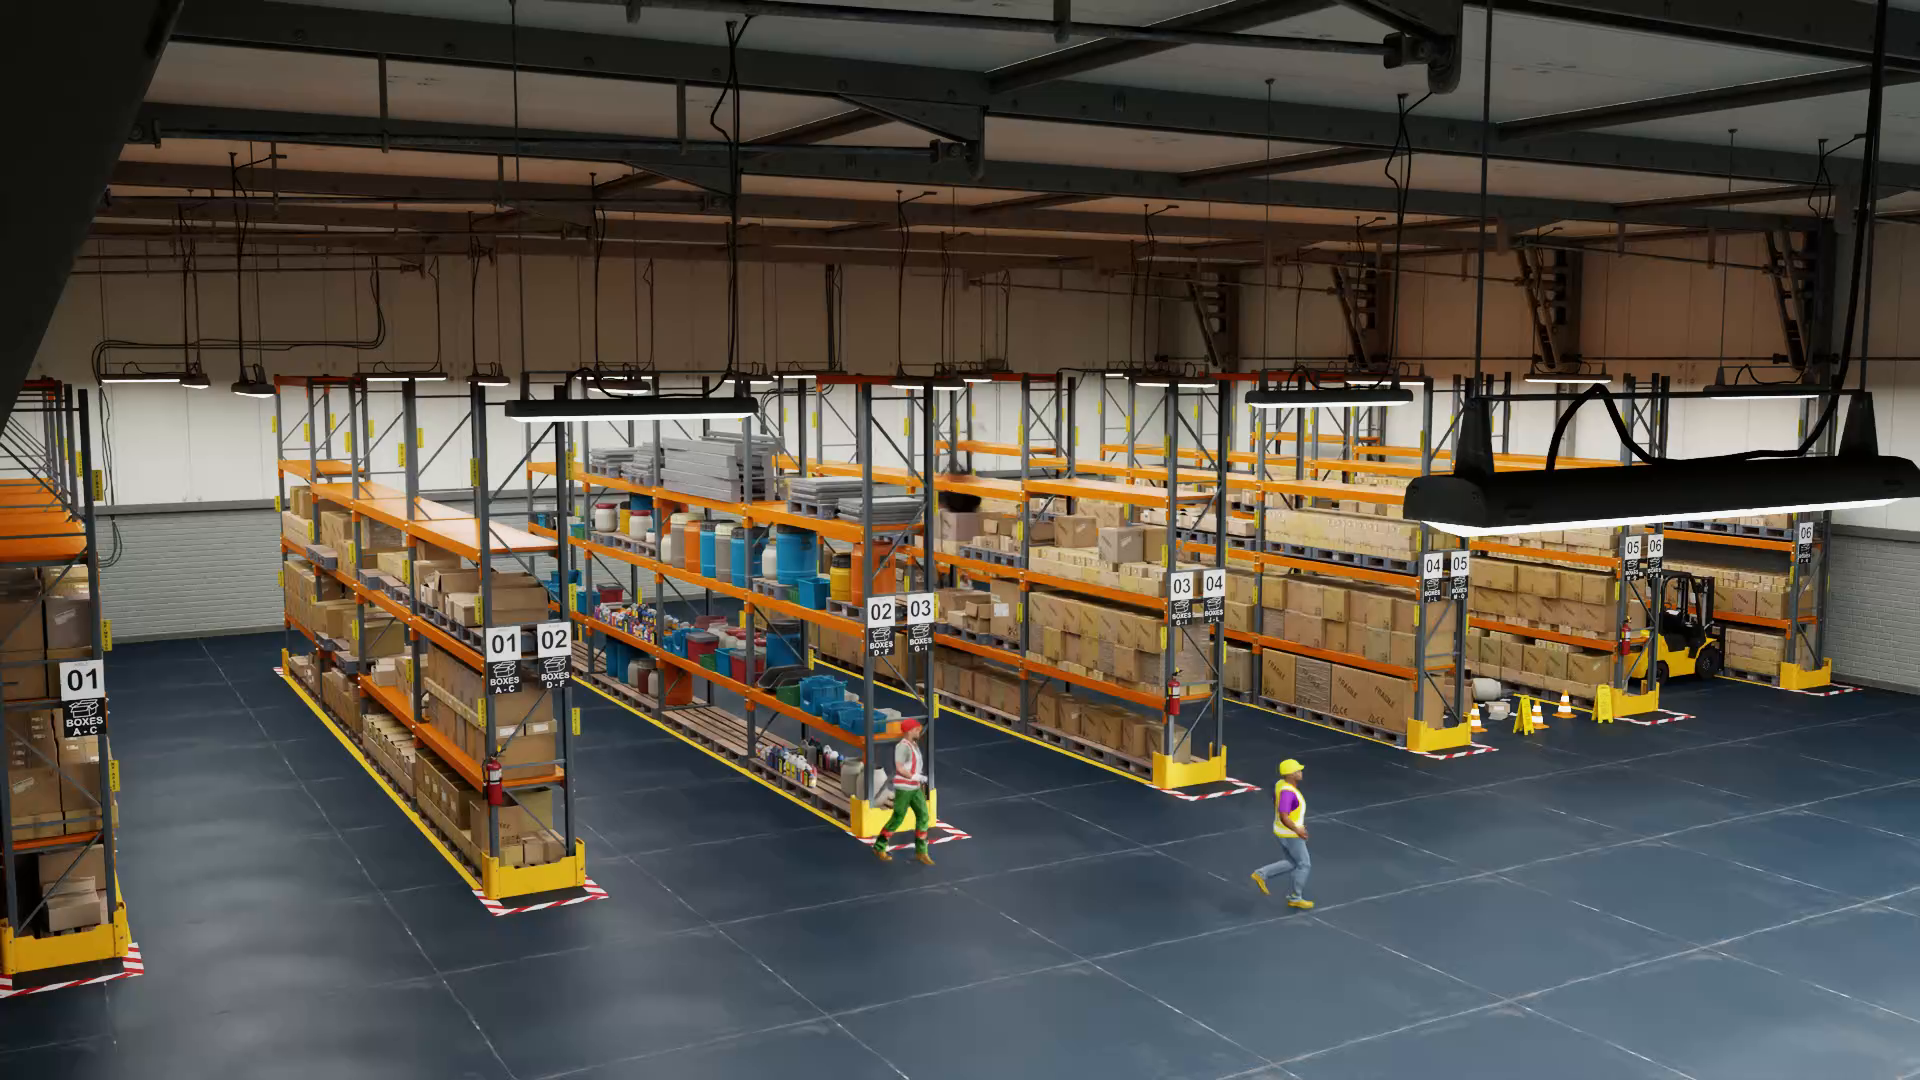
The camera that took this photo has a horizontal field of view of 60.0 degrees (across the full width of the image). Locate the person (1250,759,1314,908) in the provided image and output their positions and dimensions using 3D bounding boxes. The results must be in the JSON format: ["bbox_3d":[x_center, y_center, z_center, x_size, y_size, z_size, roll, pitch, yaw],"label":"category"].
[{"bbox_3d":[3.737,3.379,19.183,0.727,1.735,0.721,0,6,1],"label":"person"}]

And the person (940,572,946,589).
[{"bbox_3d":[-0.531,0.885,42.197,0.693,1.736,0.721,0,6,4],"label":"person"}]

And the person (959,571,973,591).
[{"bbox_3d":[0.099,1.486,37.061,0.547,1.632,0.846,-3,7,-27],"label":"person"}]

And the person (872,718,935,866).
[{"bbox_3d":[-0.637,3.150,20.945,0.789,1.813,0.728,2,7,18],"label":"person"}]
